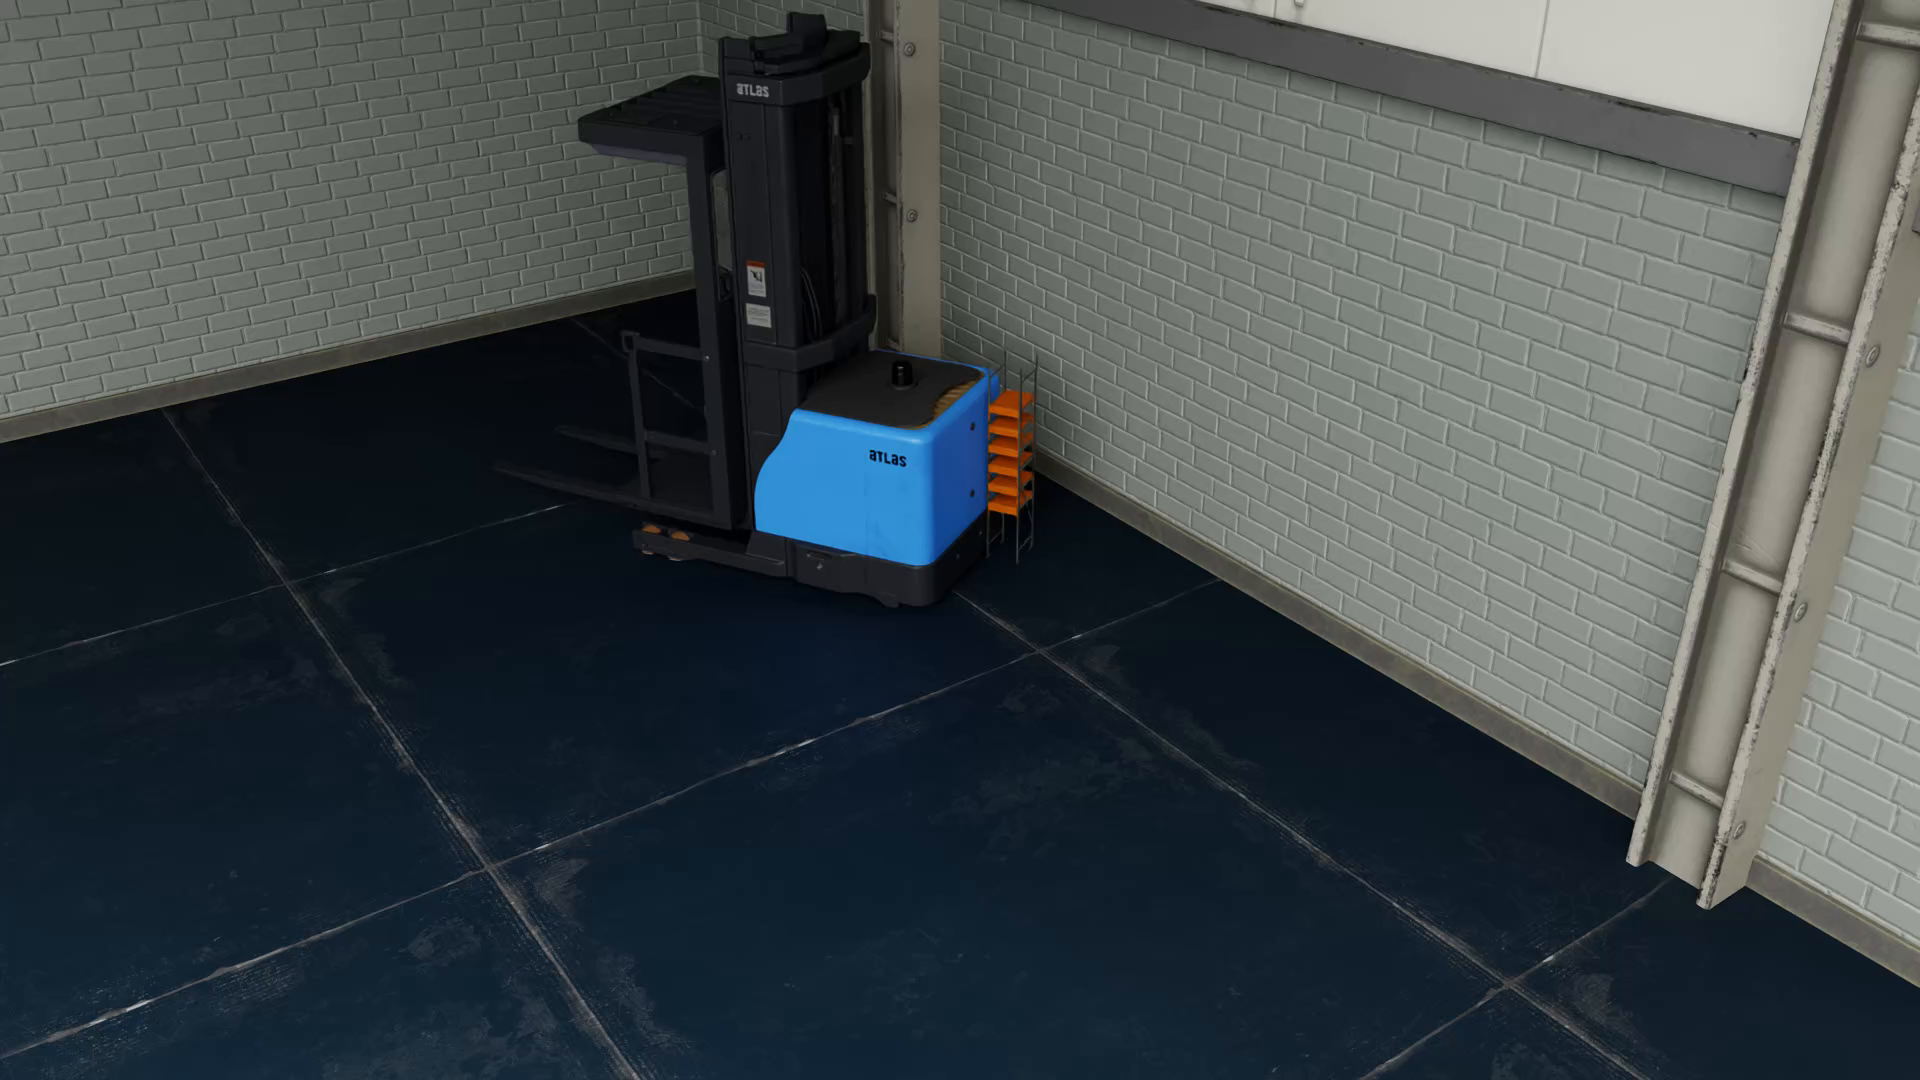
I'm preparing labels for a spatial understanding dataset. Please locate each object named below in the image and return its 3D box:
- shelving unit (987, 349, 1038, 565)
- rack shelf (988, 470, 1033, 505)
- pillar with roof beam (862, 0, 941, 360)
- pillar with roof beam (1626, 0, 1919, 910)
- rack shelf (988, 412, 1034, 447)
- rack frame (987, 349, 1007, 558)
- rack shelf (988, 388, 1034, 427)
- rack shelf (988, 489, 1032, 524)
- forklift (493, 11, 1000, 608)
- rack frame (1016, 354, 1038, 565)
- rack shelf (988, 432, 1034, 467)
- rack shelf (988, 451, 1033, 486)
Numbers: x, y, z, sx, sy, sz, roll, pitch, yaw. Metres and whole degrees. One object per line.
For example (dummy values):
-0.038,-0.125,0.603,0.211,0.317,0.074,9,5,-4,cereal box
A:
0.290,-0.455,9.331,0.189,1.200,0.258,12,31,21,shelving unit
0.290,-0.311,9.410,0.180,0.103,0.258,12,31,21,rack shelf
-3.869,-3.675,7.088,9.100,9.000,0.400,-19,34,-31,pillar with roof beam
-0.389,-1.342,2.793,9.100,9.000,0.400,-19,34,-31,pillar with roof beam
0.290,-0.627,9.238,0.180,0.103,0.258,12,31,21,rack shelf
0.207,-0.473,9.365,0.006,1.200,0.240,12,31,21,rack frame
0.290,-0.733,9.180,0.180,0.103,0.258,12,31,21,rack shelf
0.290,-0.205,9.467,0.180,0.103,0.258,12,31,21,rack shelf
-1.327,-1.380,9.219,3.031,2.935,1.130,12,31,21,forklift
0.373,-0.437,9.298,0.006,1.200,0.240,12,31,21,rack frame
0.290,-0.522,9.295,0.180,0.103,0.258,12,31,21,rack shelf
0.290,-0.416,9.352,0.180,0.103,0.258,12,31,21,rack shelf
